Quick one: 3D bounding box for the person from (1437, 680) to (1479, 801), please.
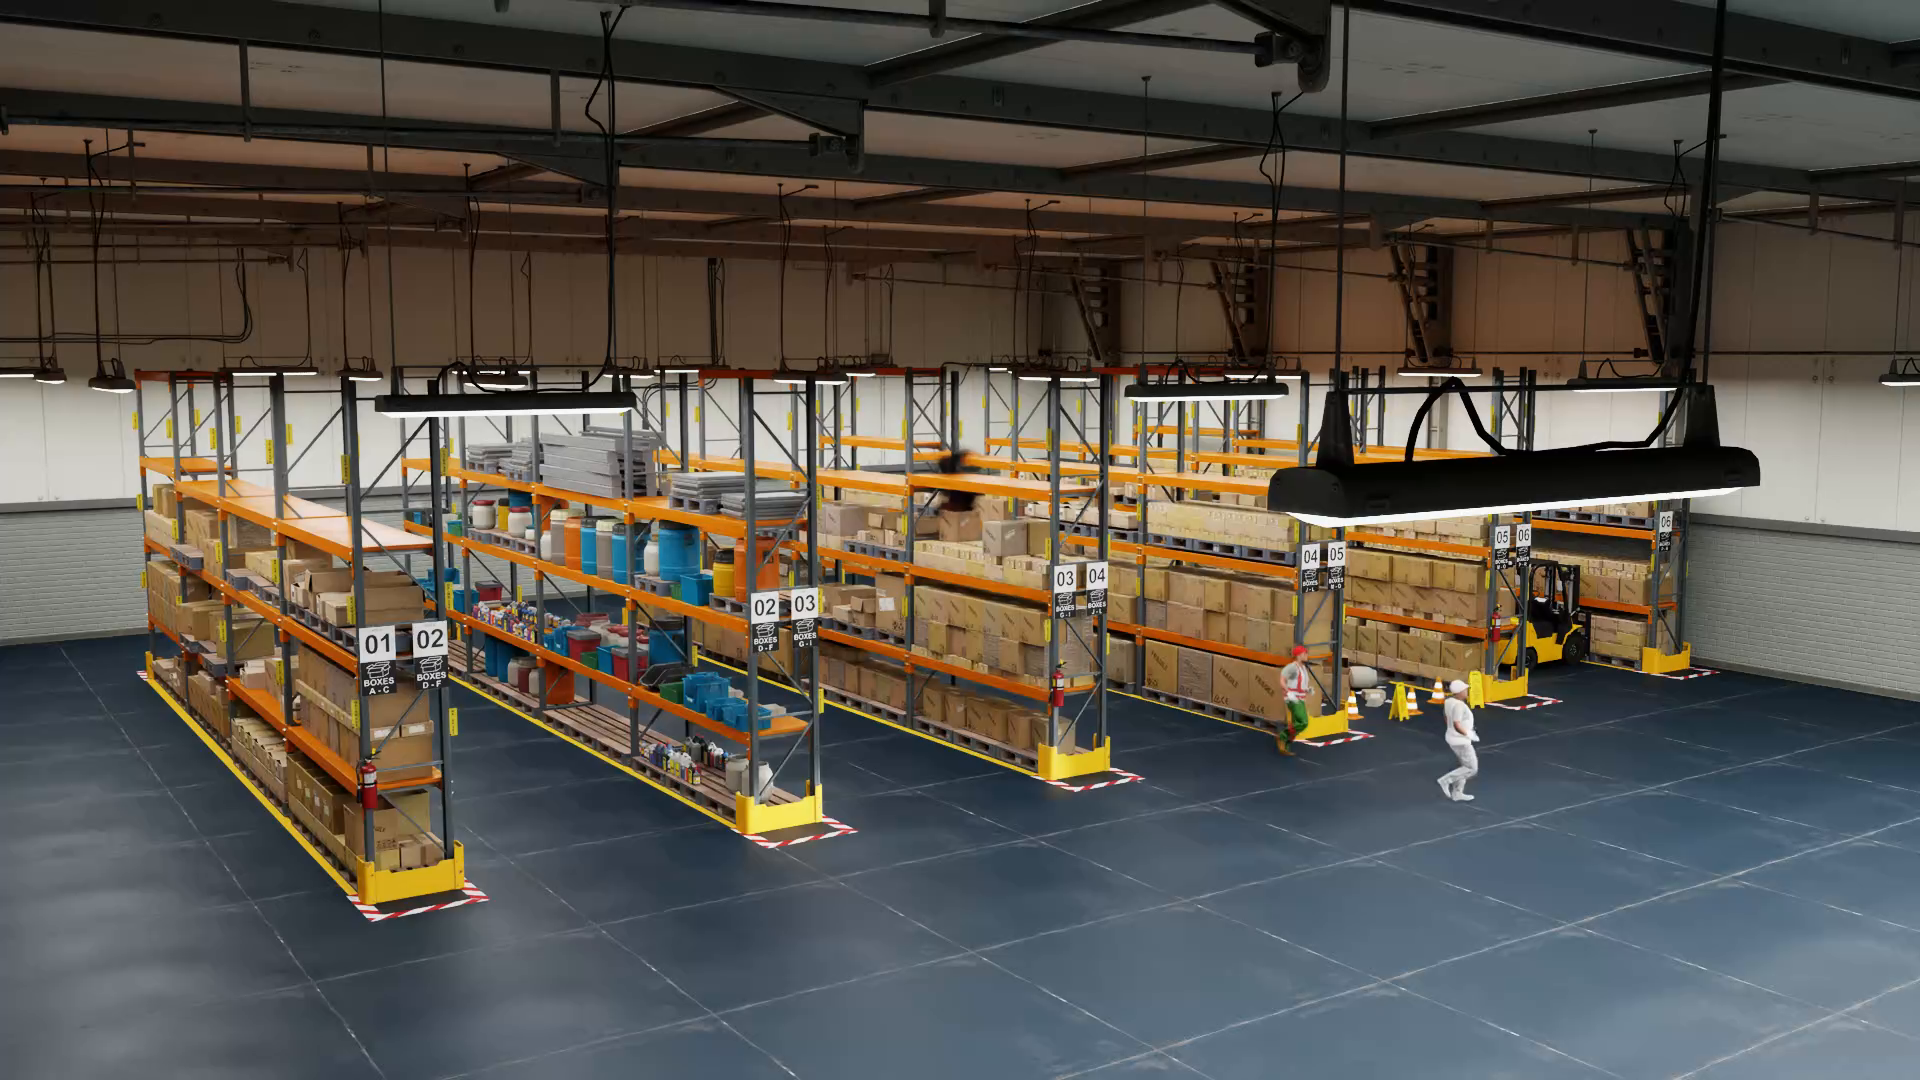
[{"bbox_3d":[7.020,2.827,23.439,0.621,1.730,0.681,0,6,0],"label":"person"}]

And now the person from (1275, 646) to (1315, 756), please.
[{"bbox_3d":[5.343,2.526,26.241,0.521,1.707,0.693,4,8,34],"label":"person"}]
